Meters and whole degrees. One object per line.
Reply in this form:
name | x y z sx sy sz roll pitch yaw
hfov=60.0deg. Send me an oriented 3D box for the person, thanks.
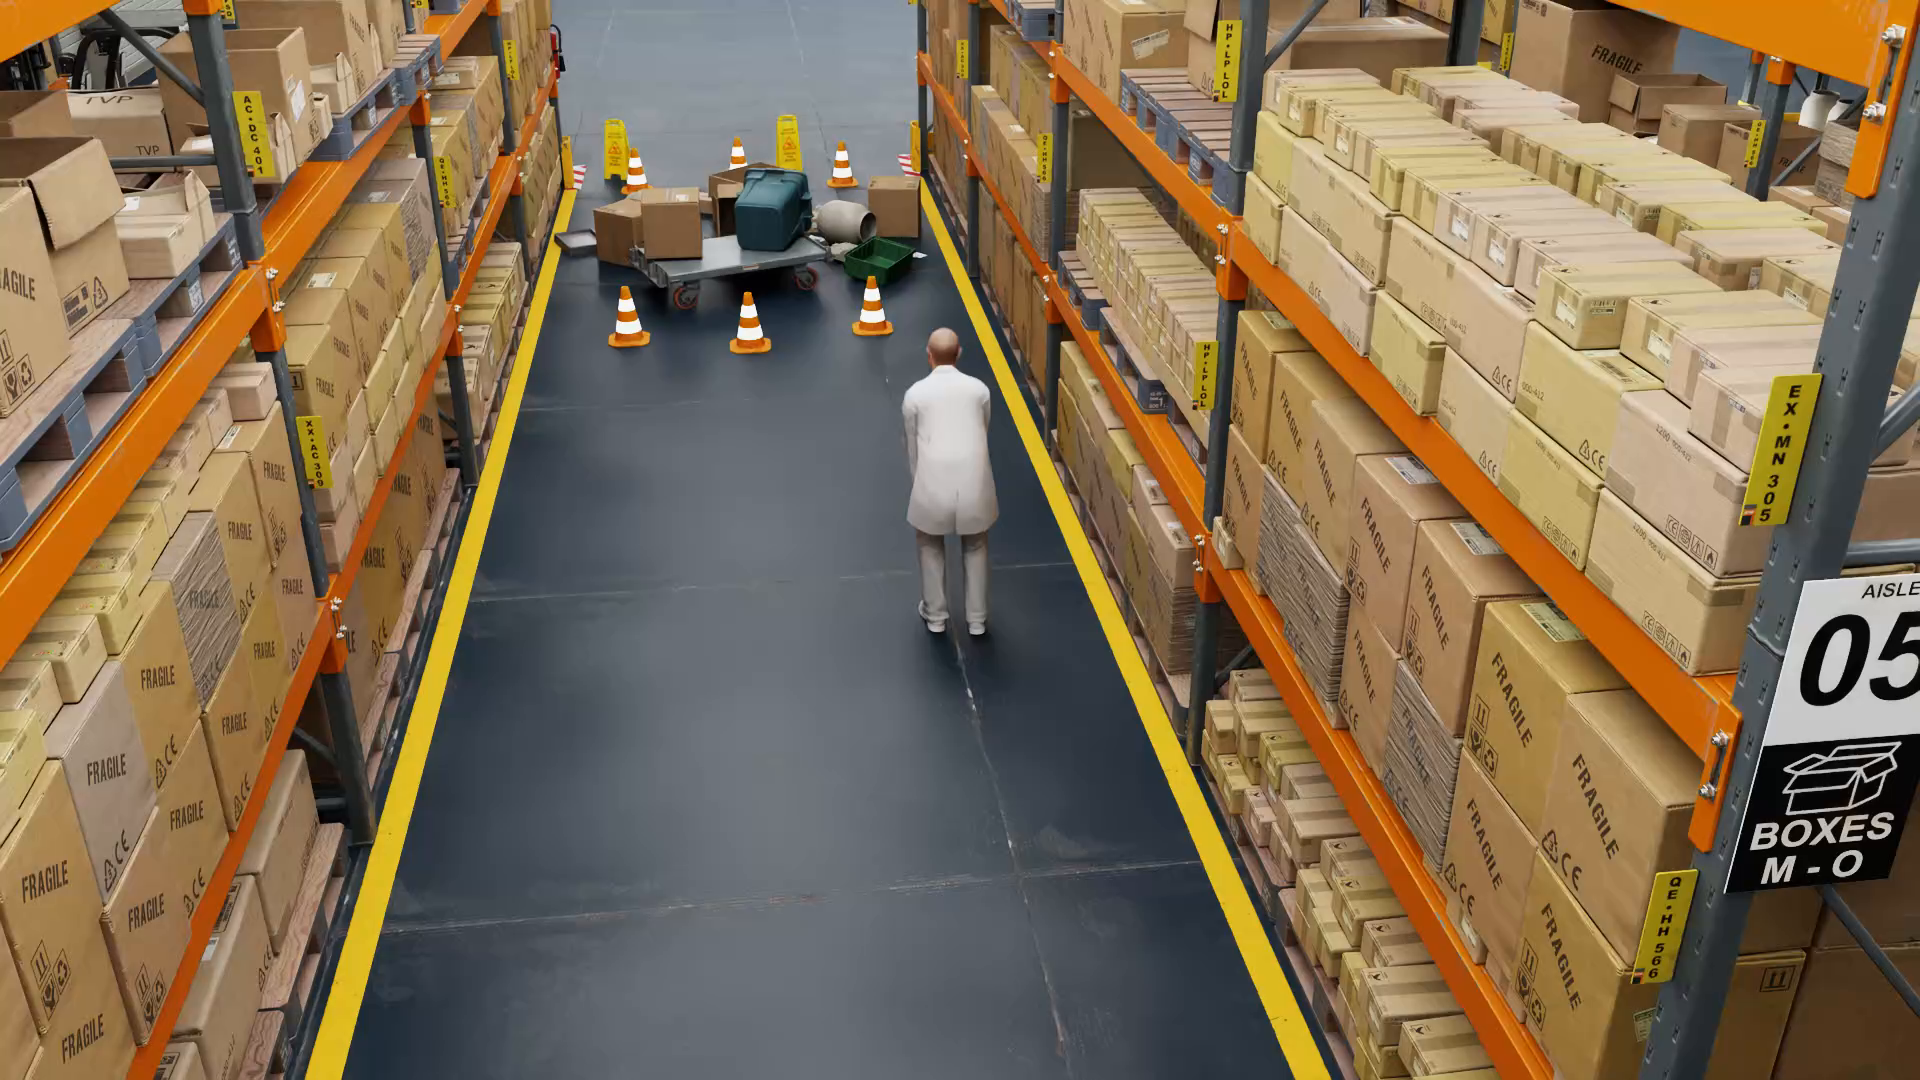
person | -0.053 -0.332 9.336 0.529 1.744 0.598 -4 27 -7
